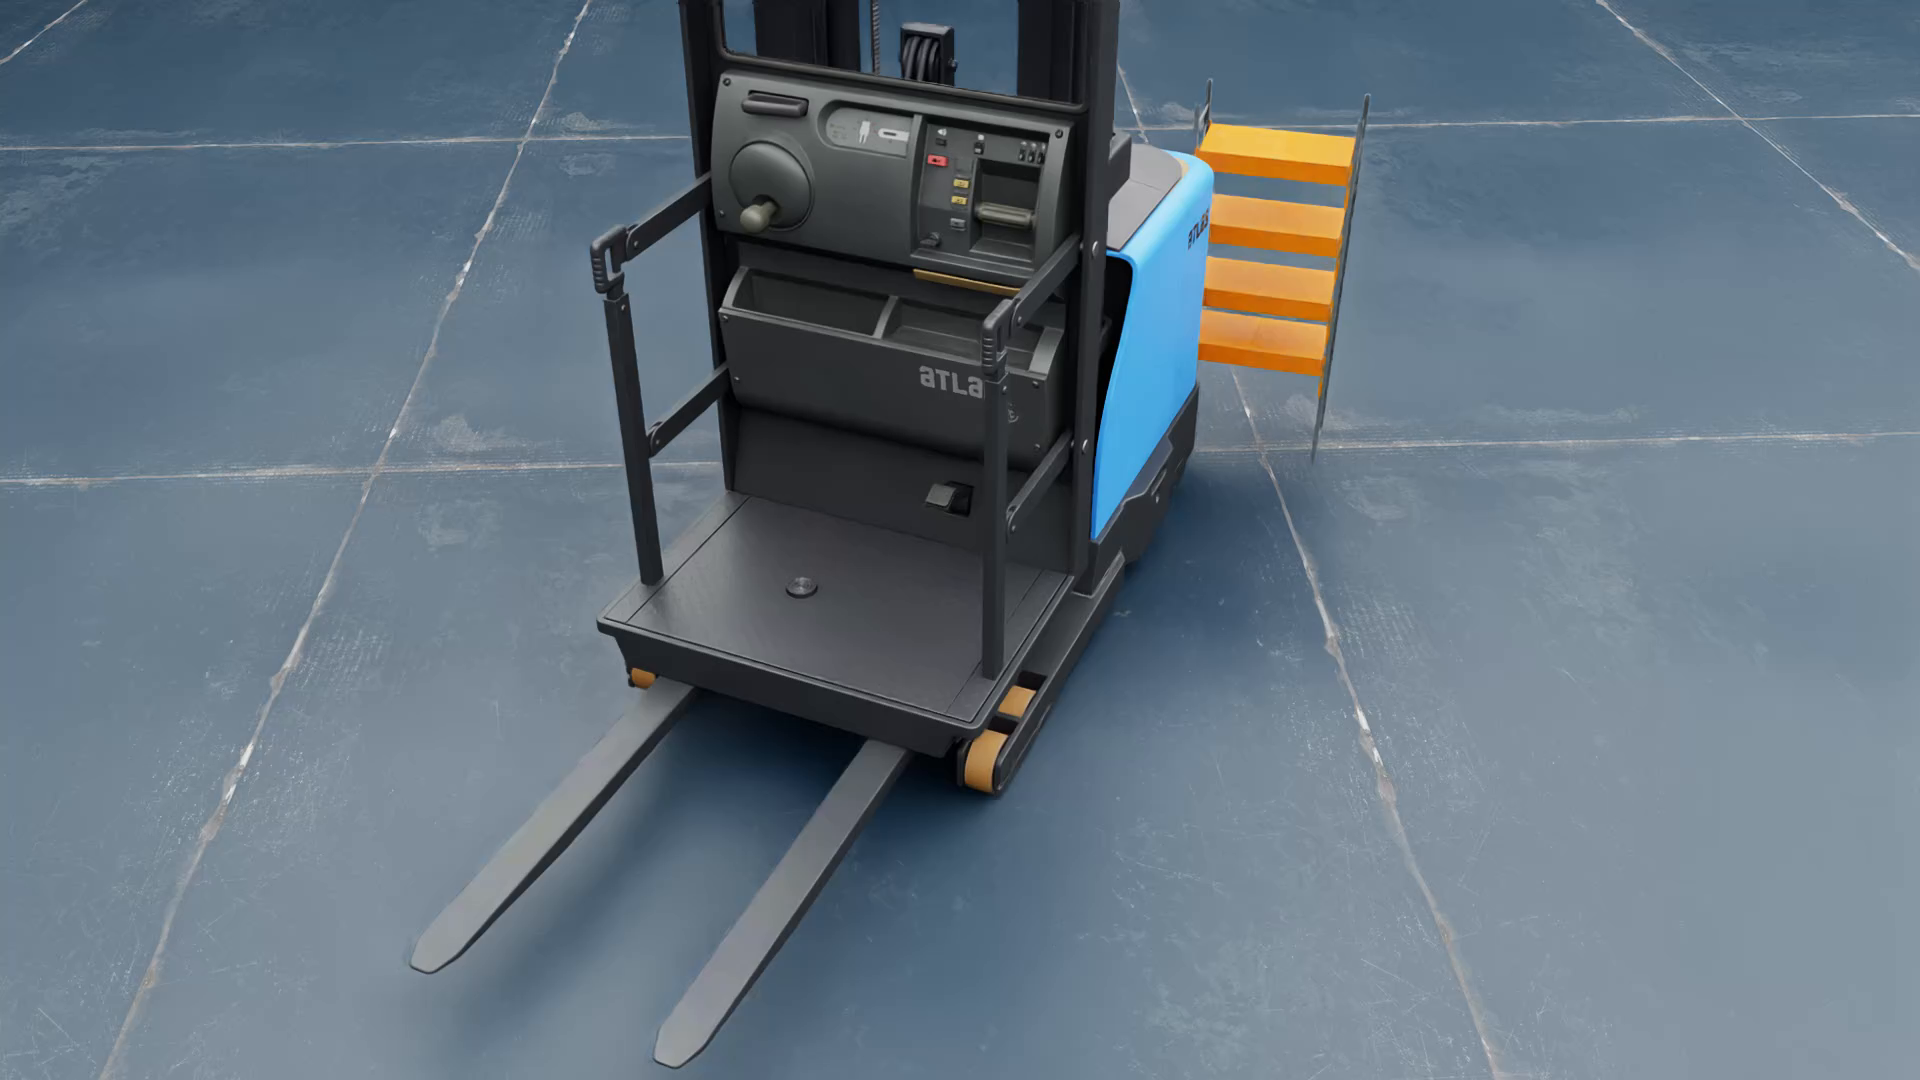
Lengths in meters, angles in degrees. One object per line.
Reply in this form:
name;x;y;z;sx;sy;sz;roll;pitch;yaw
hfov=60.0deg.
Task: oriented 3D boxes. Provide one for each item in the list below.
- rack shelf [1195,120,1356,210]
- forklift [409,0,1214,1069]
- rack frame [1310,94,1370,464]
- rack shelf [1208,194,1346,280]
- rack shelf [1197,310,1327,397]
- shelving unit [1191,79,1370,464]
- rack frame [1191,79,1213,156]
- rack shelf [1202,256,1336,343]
rack shelf;0.990;-1.179;5.208;0.480;0.148;0.258;10;36;13
forklift;-0.267;-0.829;3.872;1.130;2.935;3.031;14;37;19
rack frame;1.224;-0.816;5.375;0.015;1.200;0.240;10;36;13
rack shelf;0.990;-0.984;5.343;0.480;0.148;0.258;10;36;13
rack shelf;0.990;-0.637;5.583;0.480;0.148;0.258;10;36;13
shelving unit;0.990;-0.855;5.432;0.503;1.200;0.258;10;36;13
rack frame;0.756;-0.895;5.489;0.015;1.200;0.240;10;36;13
rack shelf;0.990;-0.800;5.470;0.480;0.148;0.258;10;36;13
